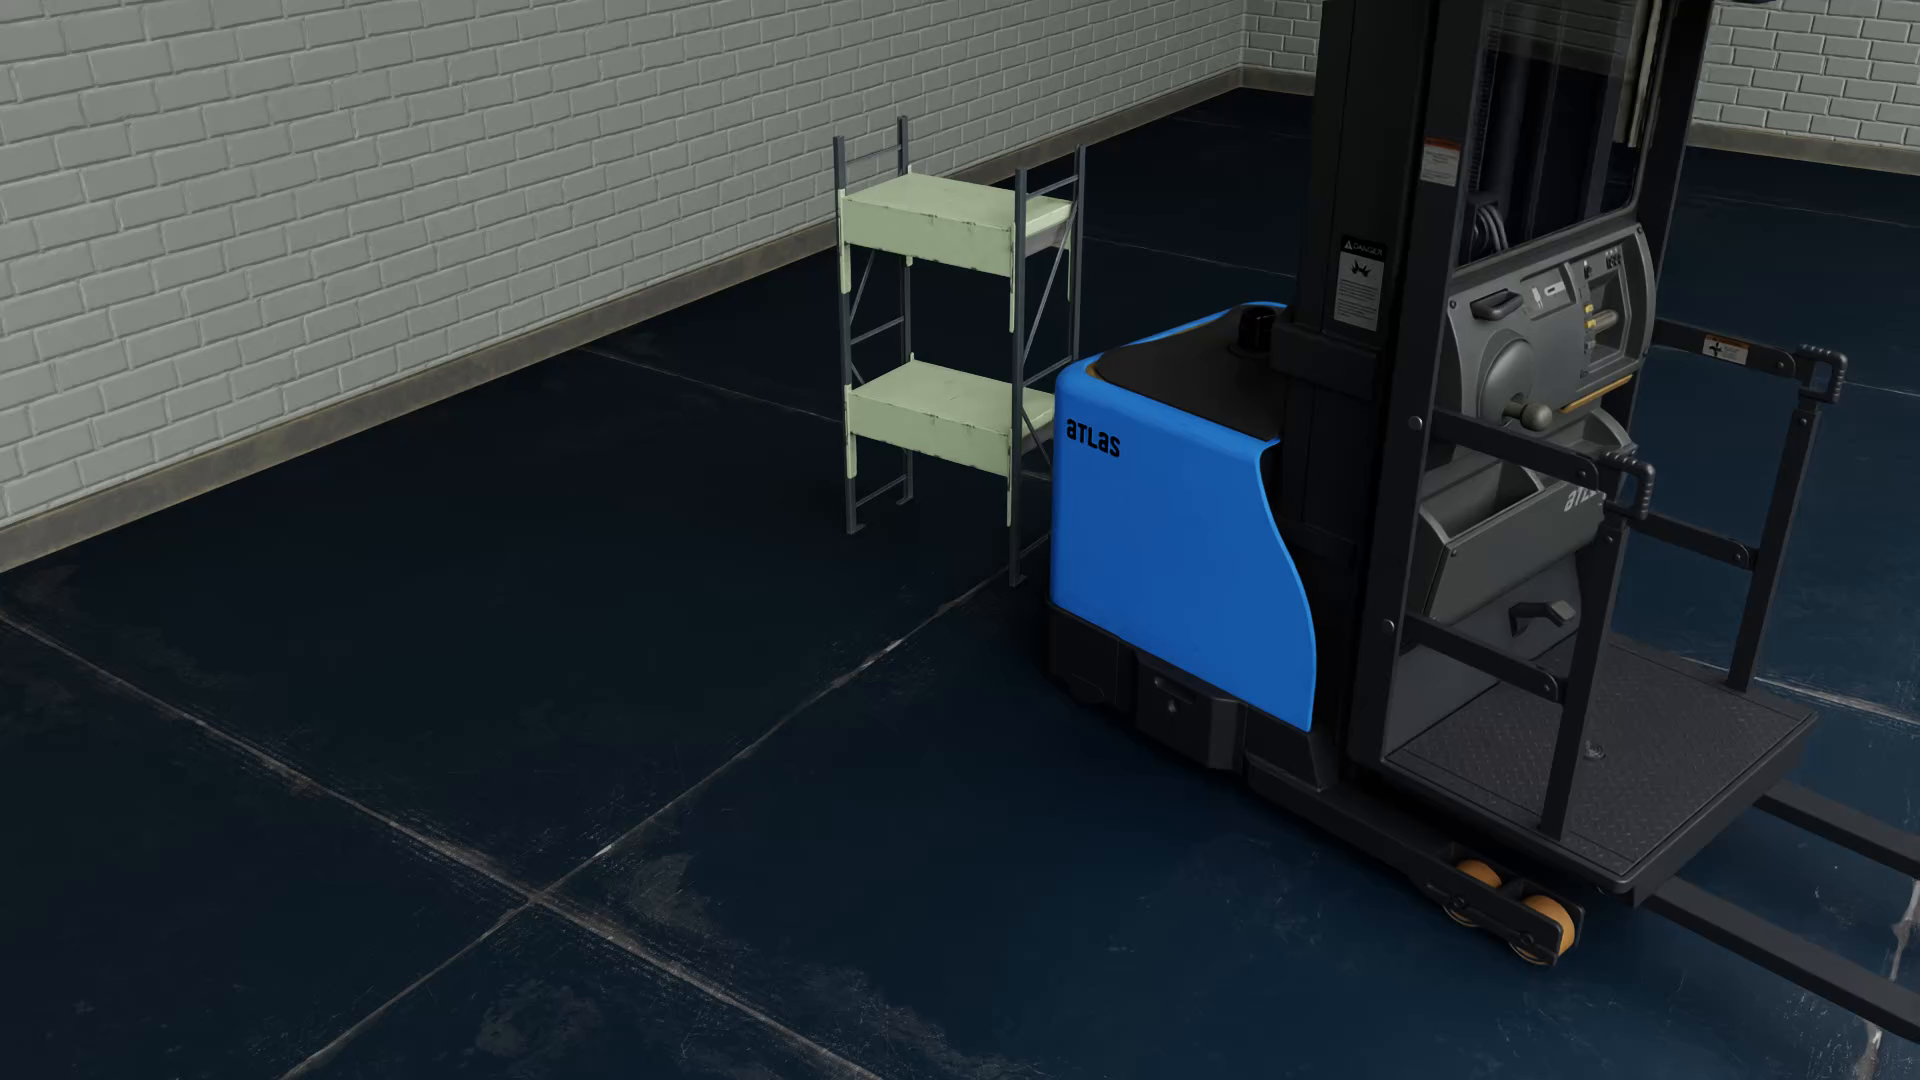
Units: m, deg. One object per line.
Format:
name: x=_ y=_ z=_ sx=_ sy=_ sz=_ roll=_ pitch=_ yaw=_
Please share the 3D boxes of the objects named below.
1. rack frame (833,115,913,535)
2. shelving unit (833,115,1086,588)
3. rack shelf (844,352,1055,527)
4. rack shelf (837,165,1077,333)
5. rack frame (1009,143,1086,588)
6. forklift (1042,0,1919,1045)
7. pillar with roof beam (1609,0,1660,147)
rack frame: x=-0.307 y=-0.764 z=6.098 sx=0.023 sy=1.500 sz=0.400 roll=17 pitch=32 yaw=30
shelving unit: x=-0.006 y=-0.670 z=5.913 sx=0.755 sy=1.500 sz=0.431 roll=17 pitch=32 yaw=30
rack shelf: x=-0.006 y=-0.380 z=6.061 sx=0.720 sy=0.370 sz=0.431 roll=17 pitch=32 yaw=30
rack shelf: x=-0.006 y=-1.018 z=5.736 sx=0.720 sy=0.370 sz=0.431 roll=17 pitch=32 yaw=30
rack frame: x=0.296 y=-0.576 z=5.729 sx=0.023 sy=1.500 sz=0.400 roll=17 pitch=32 yaw=30
forklift: x=1.629 y=-0.508 z=4.018 sx=1.130 sy=2.935 sz=3.031 roll=-23 pitch=35 yaw=-37
pillar with roof beam: x=2.209 y=-5.261 z=6.666 sx=0.400 sy=9.000 sz=9.100 roll=17 pitch=32 yaw=30
